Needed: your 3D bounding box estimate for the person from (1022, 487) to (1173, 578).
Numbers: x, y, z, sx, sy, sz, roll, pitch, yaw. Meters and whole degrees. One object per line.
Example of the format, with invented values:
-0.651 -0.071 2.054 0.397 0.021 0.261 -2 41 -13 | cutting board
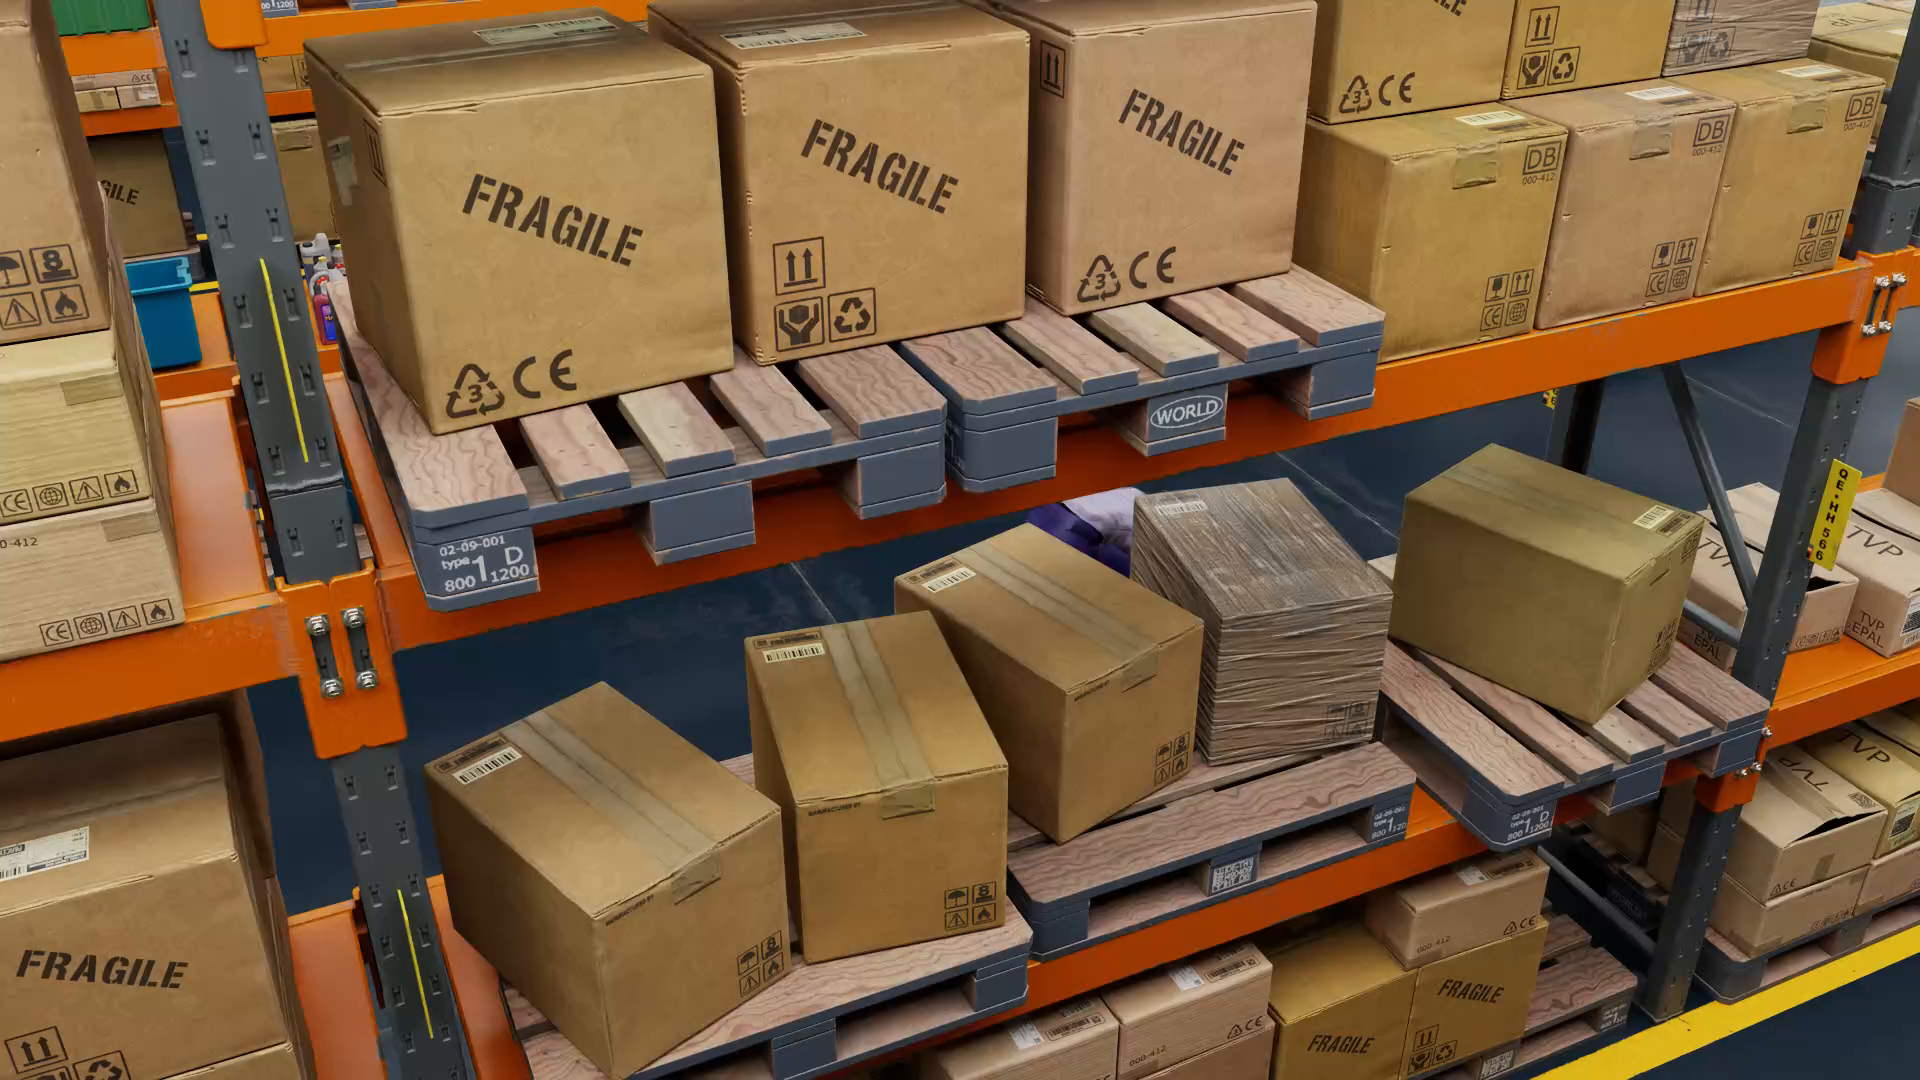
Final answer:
0.714 0.121 7.767 0.900 0.830 0.521 -15 33 -24 | person
